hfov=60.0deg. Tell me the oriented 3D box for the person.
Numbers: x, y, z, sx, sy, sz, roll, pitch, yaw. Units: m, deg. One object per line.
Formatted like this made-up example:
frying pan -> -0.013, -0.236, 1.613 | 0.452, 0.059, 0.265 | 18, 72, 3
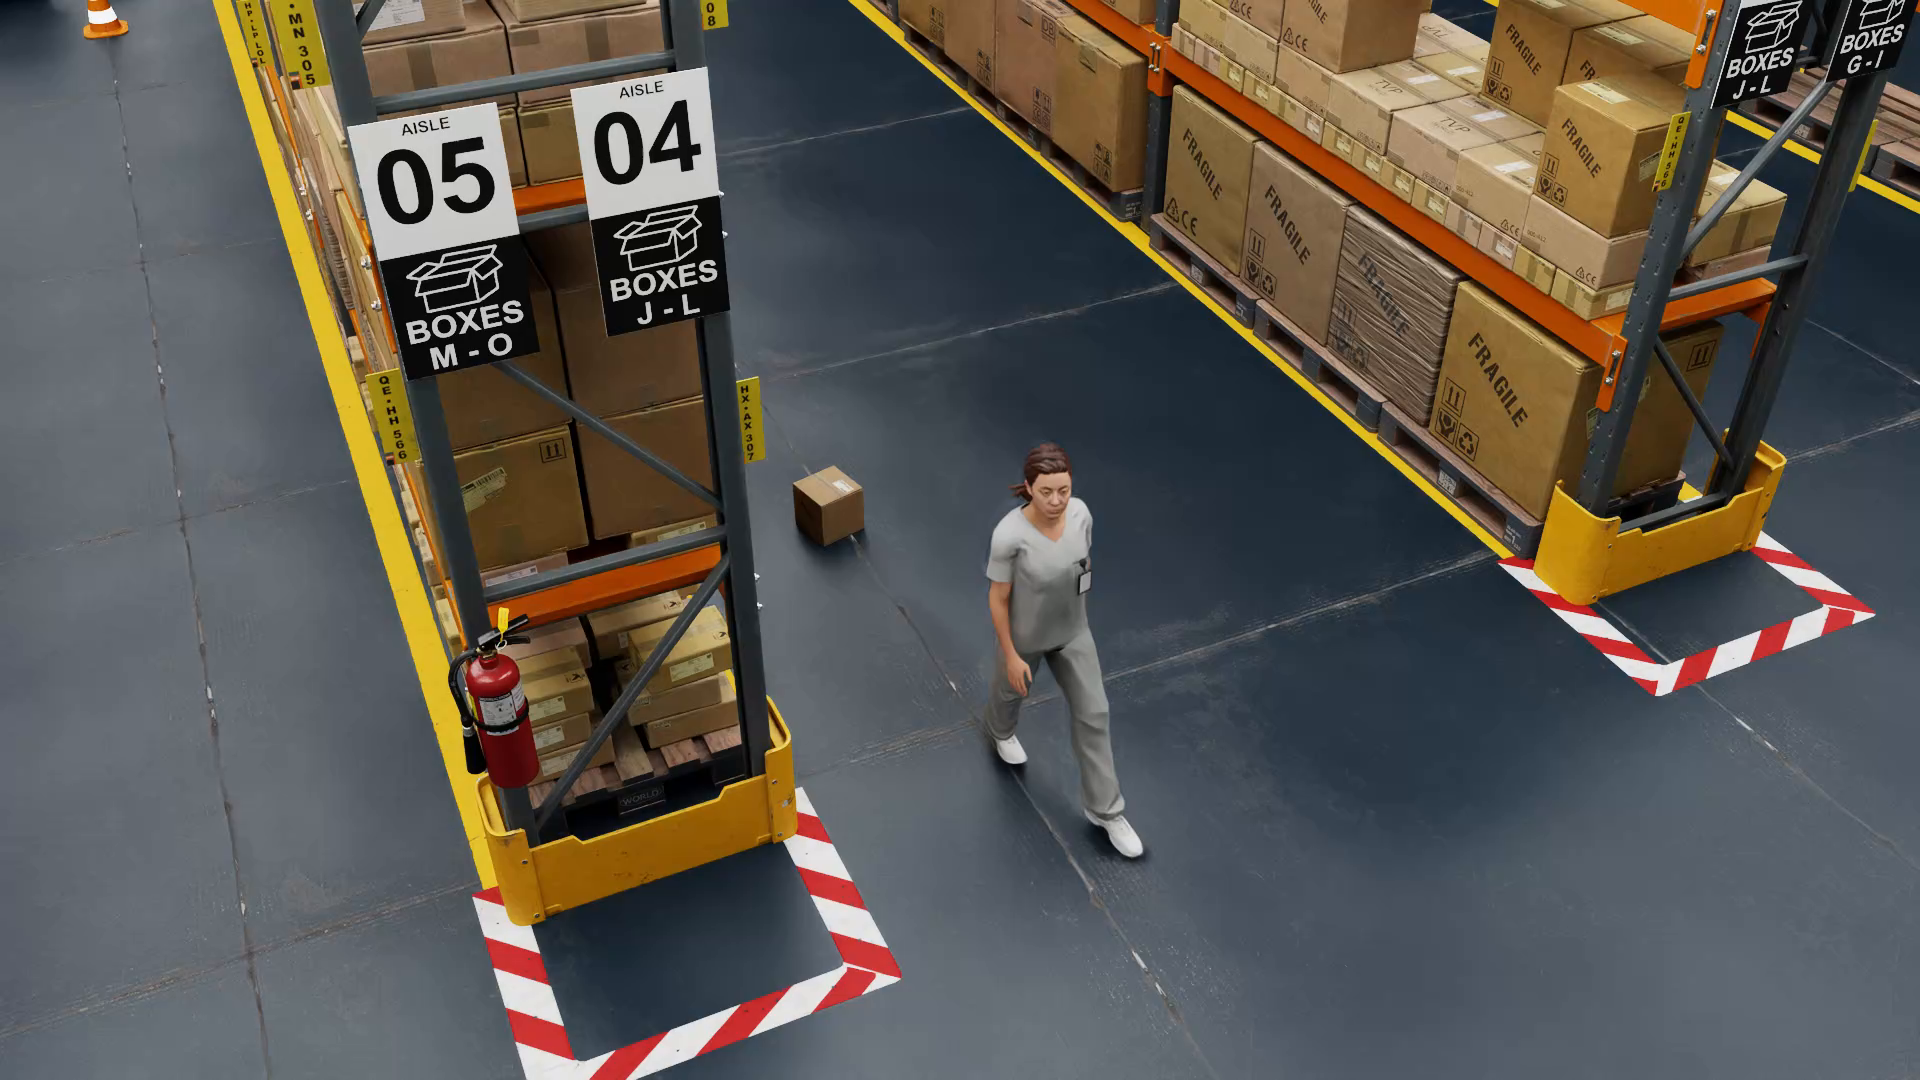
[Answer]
person -> 0.346, 0.391, 6.330 | 0.478, 1.634, 0.932 | -14, 40, -18
